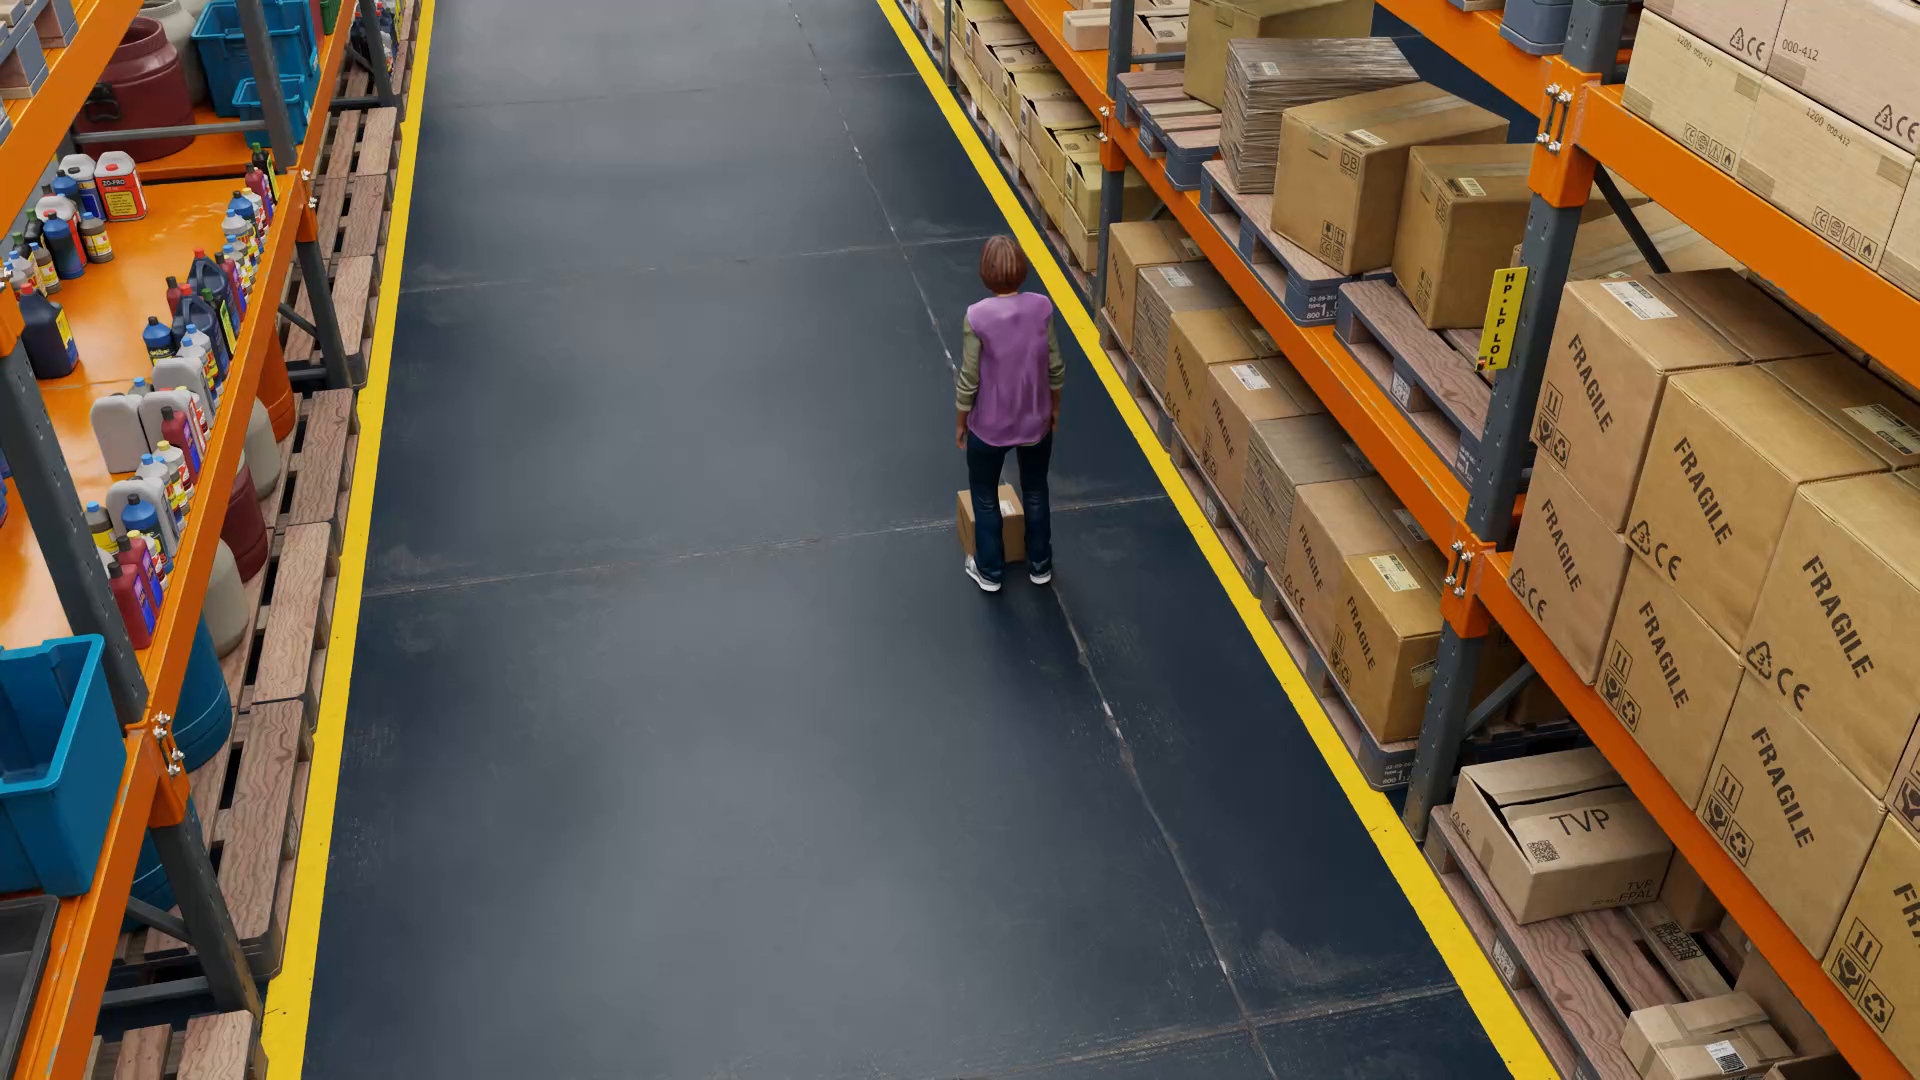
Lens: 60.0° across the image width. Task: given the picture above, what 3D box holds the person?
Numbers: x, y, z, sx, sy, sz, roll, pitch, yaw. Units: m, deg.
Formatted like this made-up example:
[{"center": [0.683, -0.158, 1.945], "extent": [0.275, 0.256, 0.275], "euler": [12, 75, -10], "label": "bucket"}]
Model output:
[{"center": [0.200, -0.389, 6.924], "extent": [0.470, 1.351, 0.328], "euler": [-9, 36, -12], "label": "person"}]
